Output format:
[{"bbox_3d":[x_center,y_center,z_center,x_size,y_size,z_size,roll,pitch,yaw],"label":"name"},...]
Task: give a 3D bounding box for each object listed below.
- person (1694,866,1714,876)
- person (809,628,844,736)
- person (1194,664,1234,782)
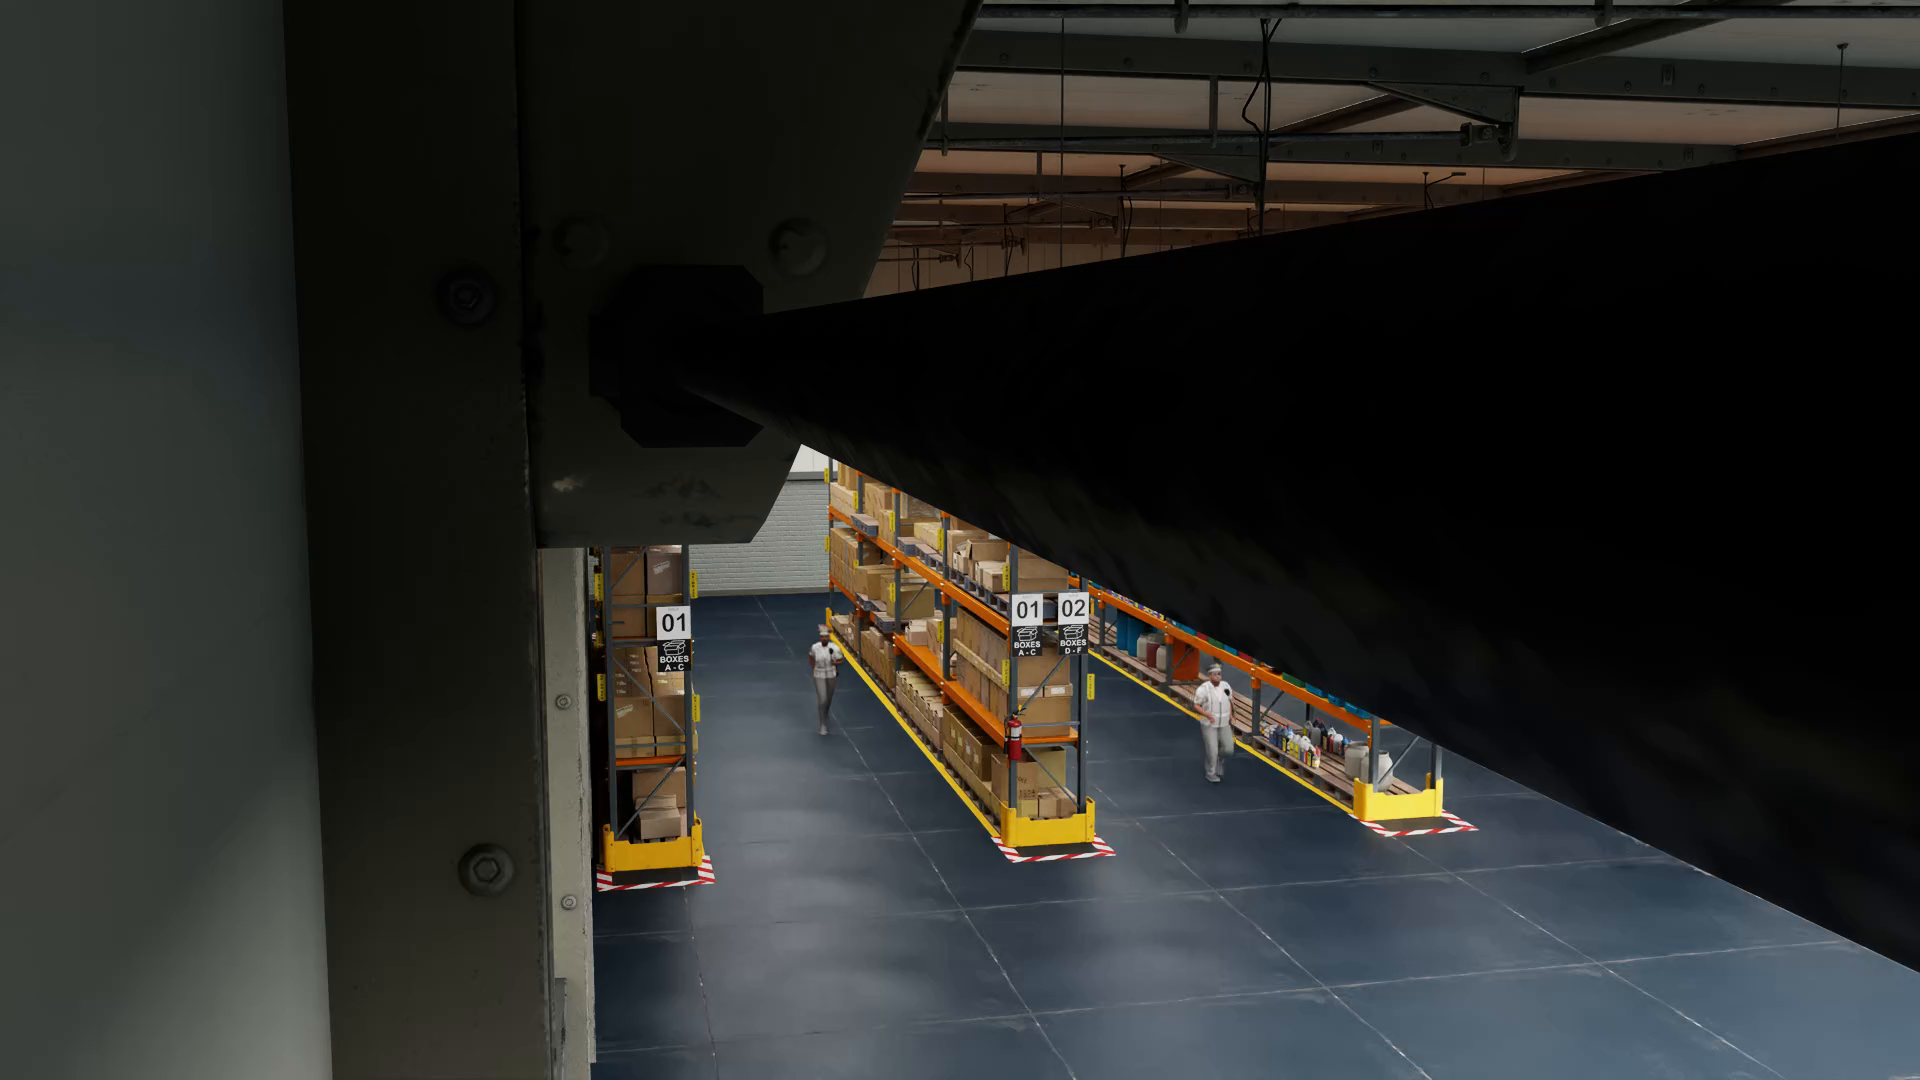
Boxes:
[{"bbox_3d":[8.895,3.129,19.873,0.609,1.736,0.691,2,7,19],"label":"person"},{"bbox_3d":[-2.179,2.275,27.186,0.553,1.753,0.799,-1,7,-11],"label":"person"},{"bbox_3d":[3.691,2.628,23.877,0.638,1.737,0.586,-2,7,-14],"label":"person"}]
